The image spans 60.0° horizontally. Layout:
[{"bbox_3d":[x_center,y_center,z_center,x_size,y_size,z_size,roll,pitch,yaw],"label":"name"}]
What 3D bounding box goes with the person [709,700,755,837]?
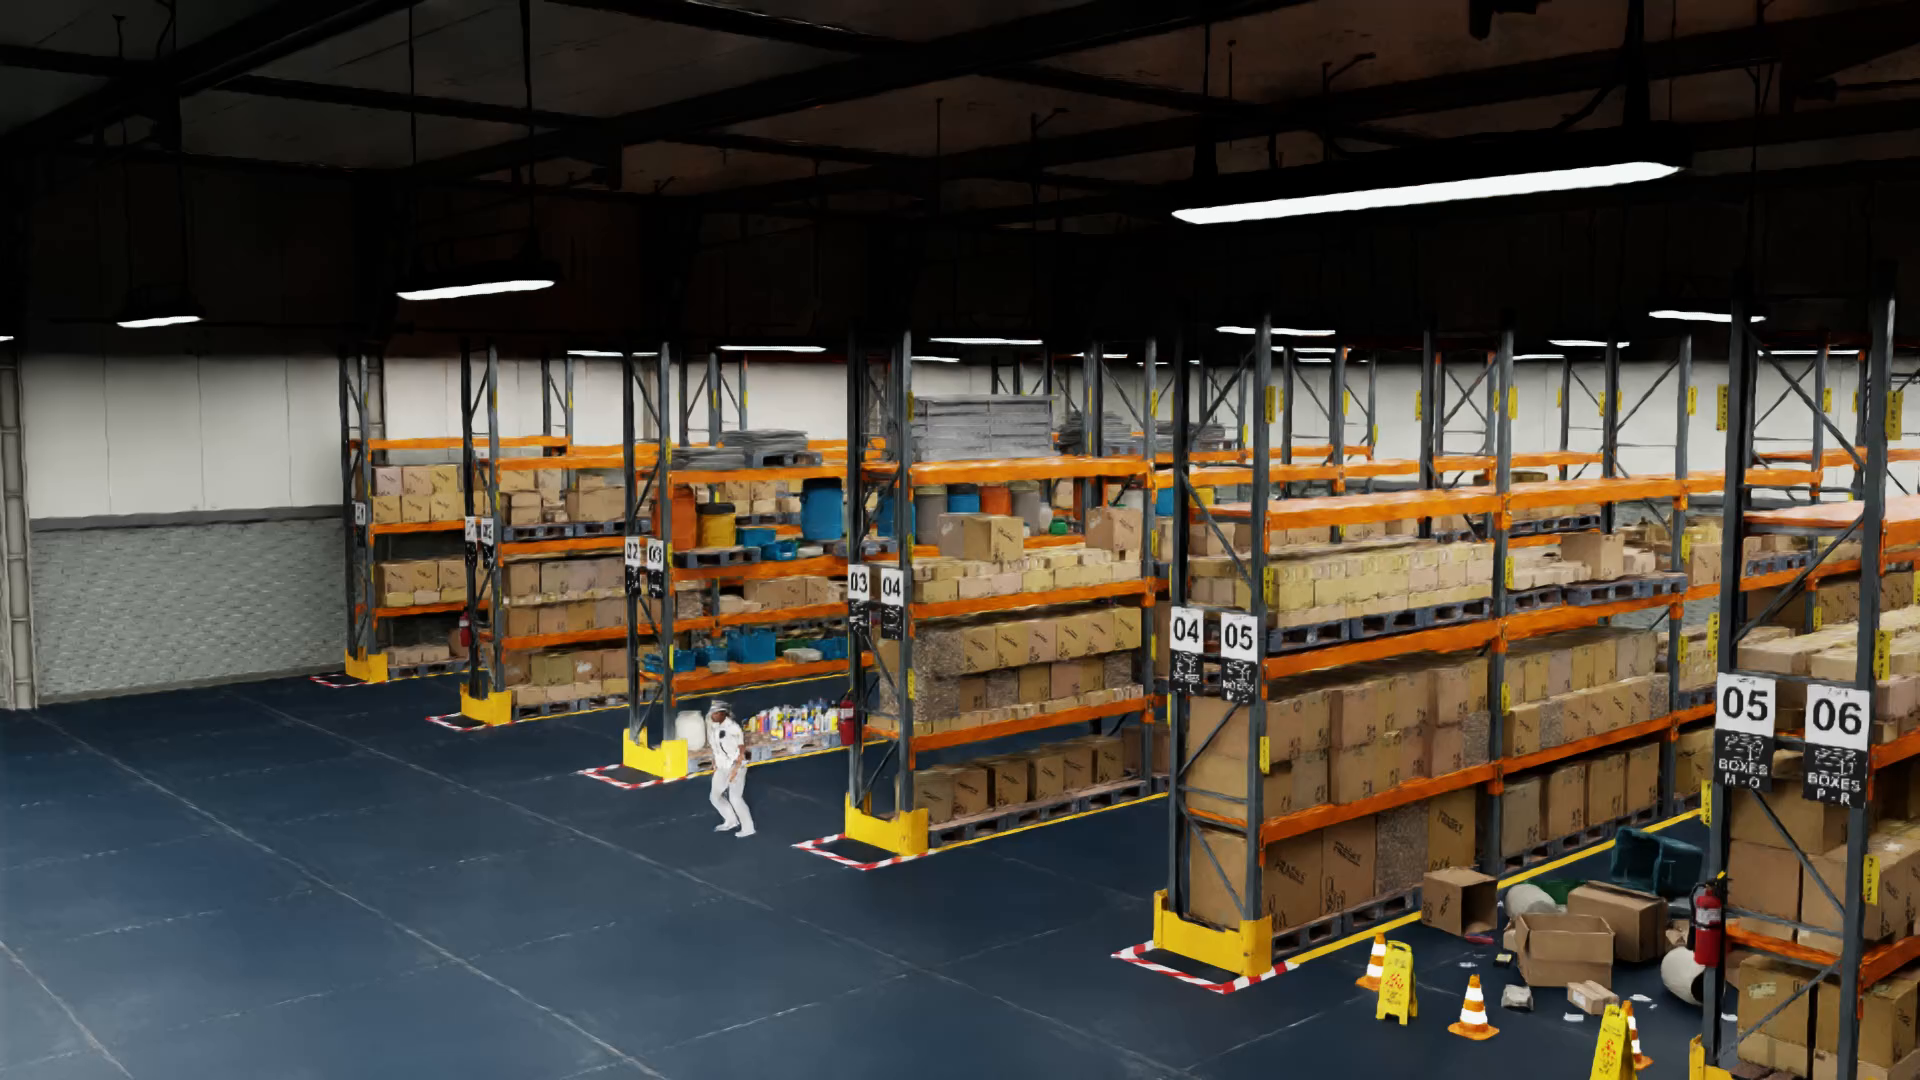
[{"bbox_3d":[-2.676,2.632,19.308,0.528,1.629,0.593,-5,7,-43],"label":"person"}]
